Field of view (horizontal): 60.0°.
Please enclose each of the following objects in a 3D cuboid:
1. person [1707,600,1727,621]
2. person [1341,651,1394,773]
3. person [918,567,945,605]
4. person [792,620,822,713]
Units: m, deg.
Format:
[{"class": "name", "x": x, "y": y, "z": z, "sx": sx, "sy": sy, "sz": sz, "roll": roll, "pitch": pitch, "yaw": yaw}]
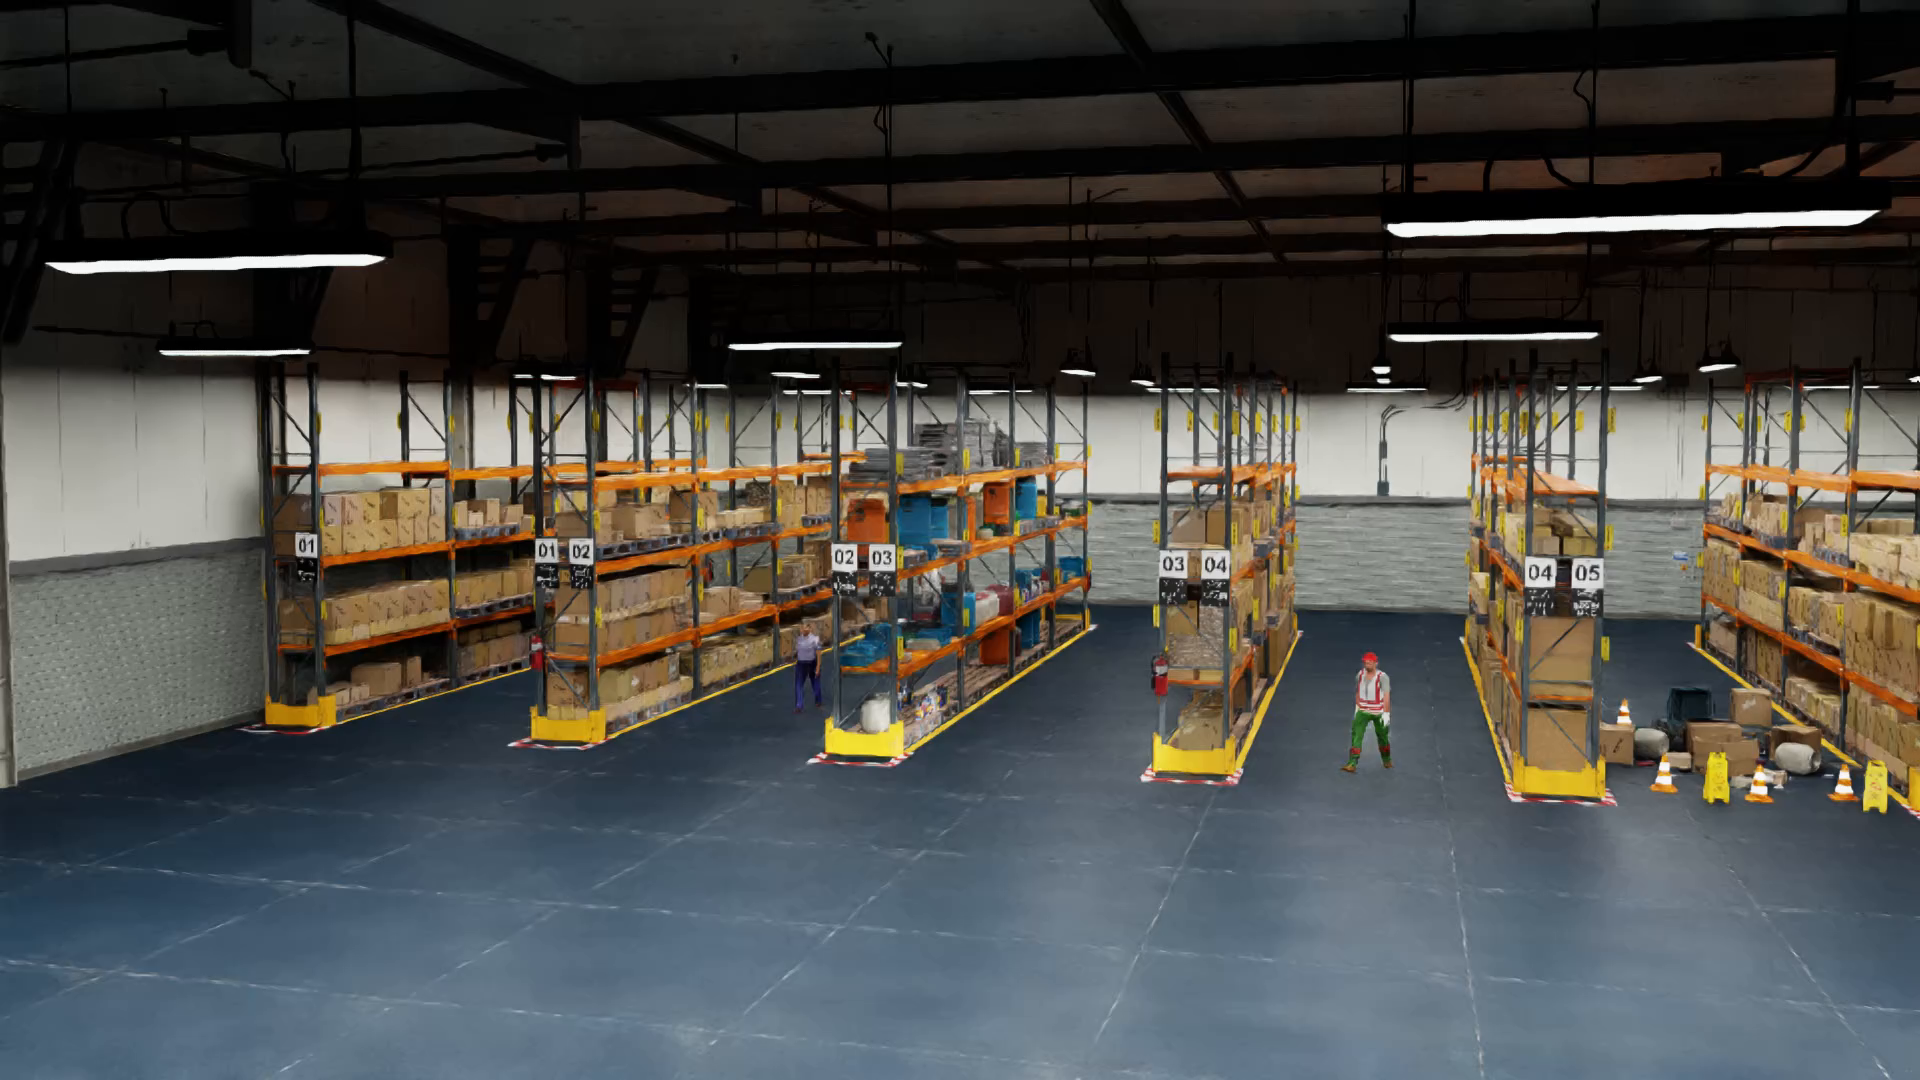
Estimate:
[{"class": "person", "x": 18.074, "y": 1.320, "z": 39.585, "sx": 0.523, "sy": 1.764, "sz": 0.690, "roll": -1, "pitch": 4, "yaw": -19}, {"class": "person", "x": 5.876, "y": 2.457, "z": 23.842, "sx": 0.593, "sy": 1.744, "sz": 0.961, "roll": 3, "pitch": 5, "yaw": 38}, {"class": "person", "x": -0.721, "y": 1.235, "z": 41.356, "sx": 0.702, "sy": 1.735, "sz": 0.549, "roll": 1, "pitch": 4, "yaw": 12}, {"class": "person", "x": -2.613, "y": 2.179, "z": 28.785, "sx": 0.491, "sy": 1.590, "sz": 1.001, "roll": 1, "pitch": 4, "yaw": 13}]
